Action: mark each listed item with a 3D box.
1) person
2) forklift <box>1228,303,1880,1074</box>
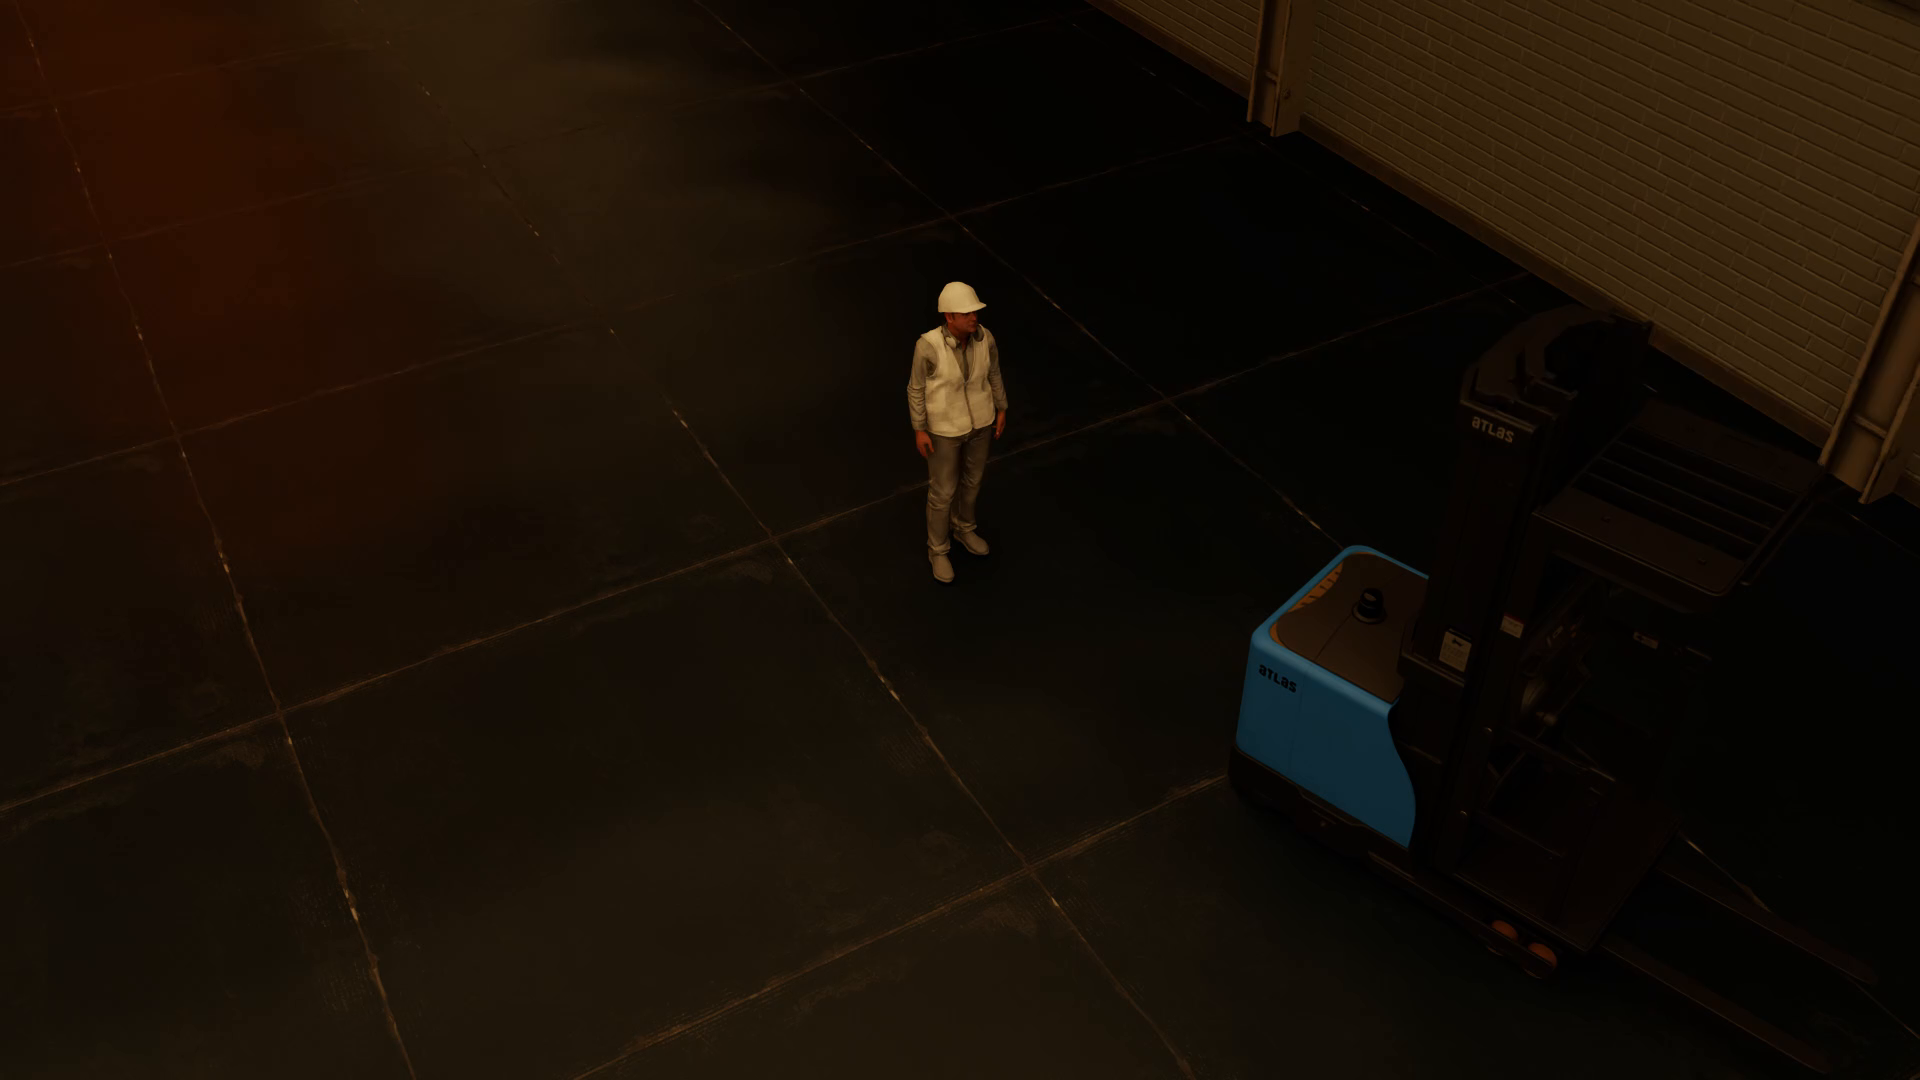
[{"bbox_3d":[0.025,-0.651,9.716,0.633,1.775,0.566,-20,44,-23],"label":"person"},{"bbox_3d":[2.844,0.553,7.369,3.031,2.935,1.130,30,48,31],"label":"forklift"}]
